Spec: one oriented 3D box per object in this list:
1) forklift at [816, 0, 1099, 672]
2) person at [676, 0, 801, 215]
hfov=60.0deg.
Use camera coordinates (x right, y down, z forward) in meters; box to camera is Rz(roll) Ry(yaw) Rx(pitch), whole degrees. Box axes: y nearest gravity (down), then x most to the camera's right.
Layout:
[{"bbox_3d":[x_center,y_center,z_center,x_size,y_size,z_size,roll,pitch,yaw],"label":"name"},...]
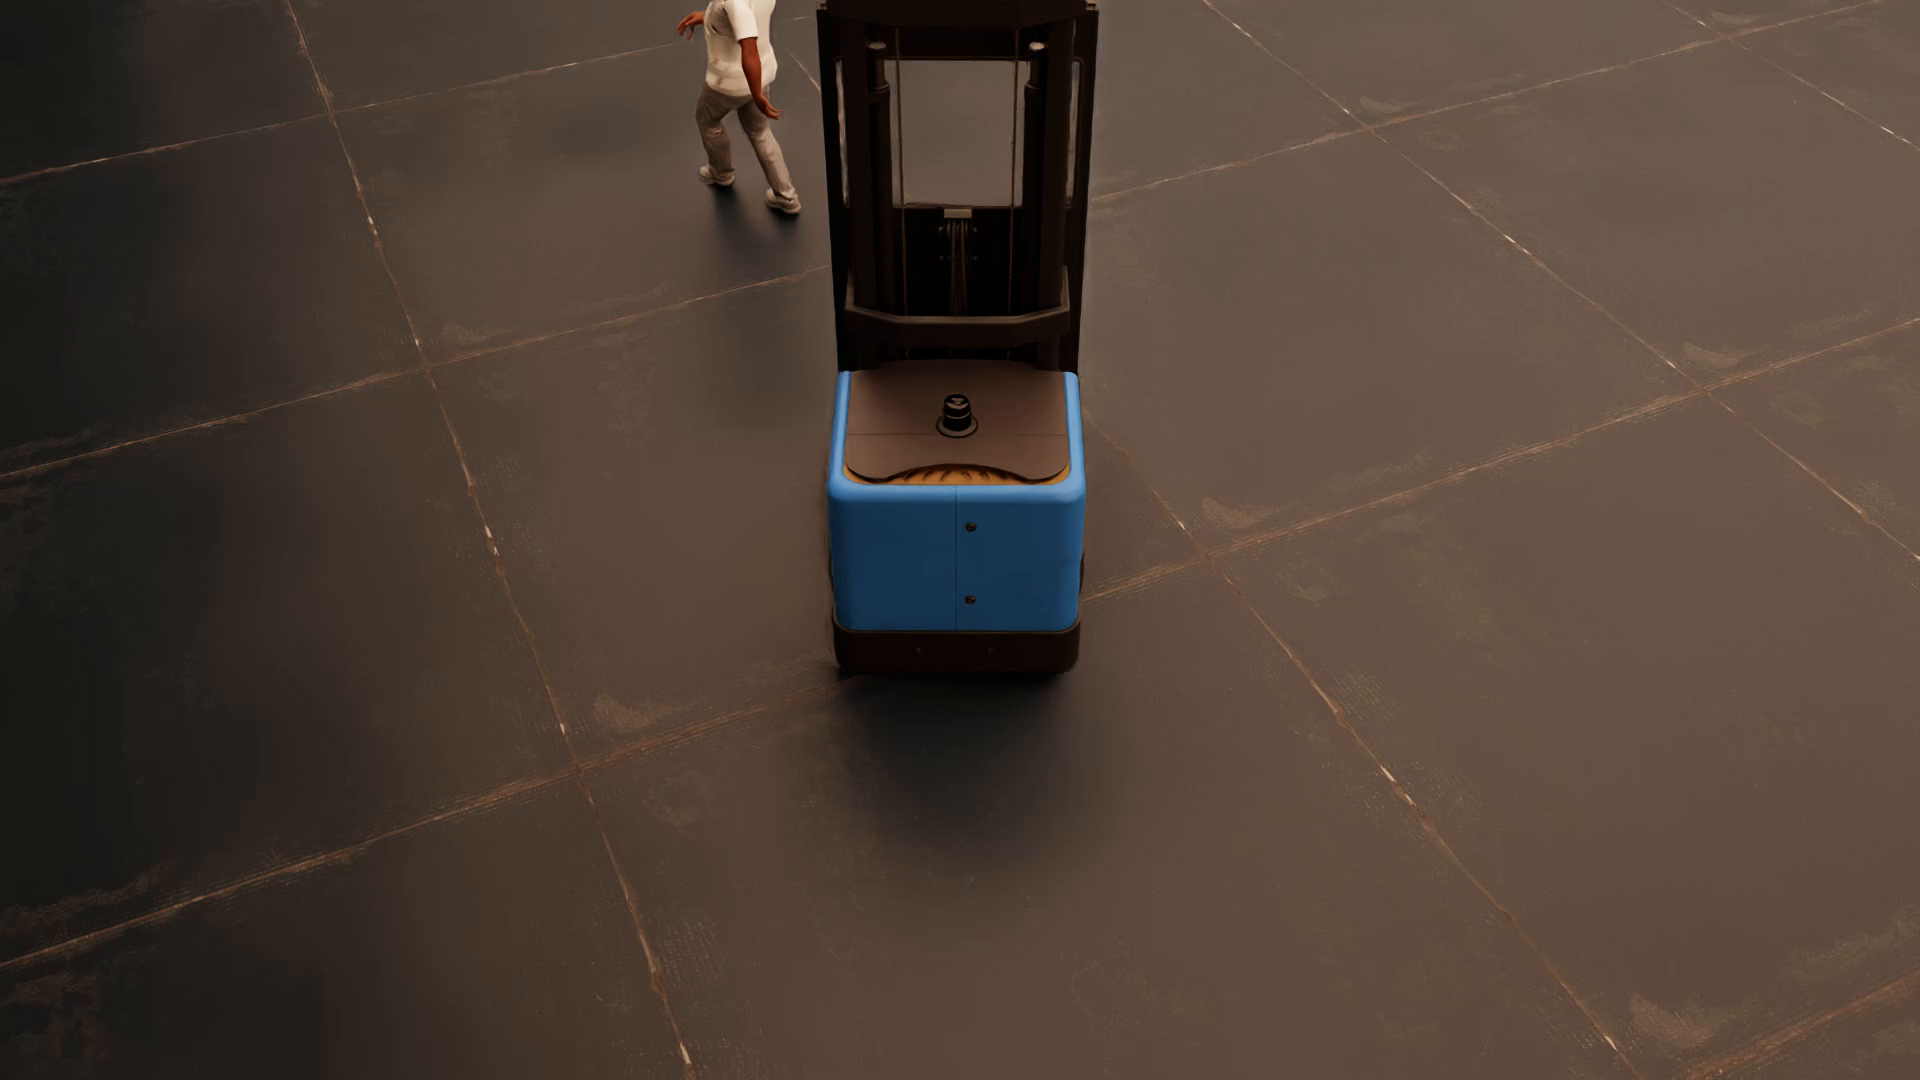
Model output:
[{"bbox_3d":[-0.008,-1.488,7.275,1.130,2.935,3.031,0,43,0],"label":"forklift"},{"bbox_3d":[-1.250,-2.671,9.478,0.987,1.704,0.582,29,50,27],"label":"person"}]
